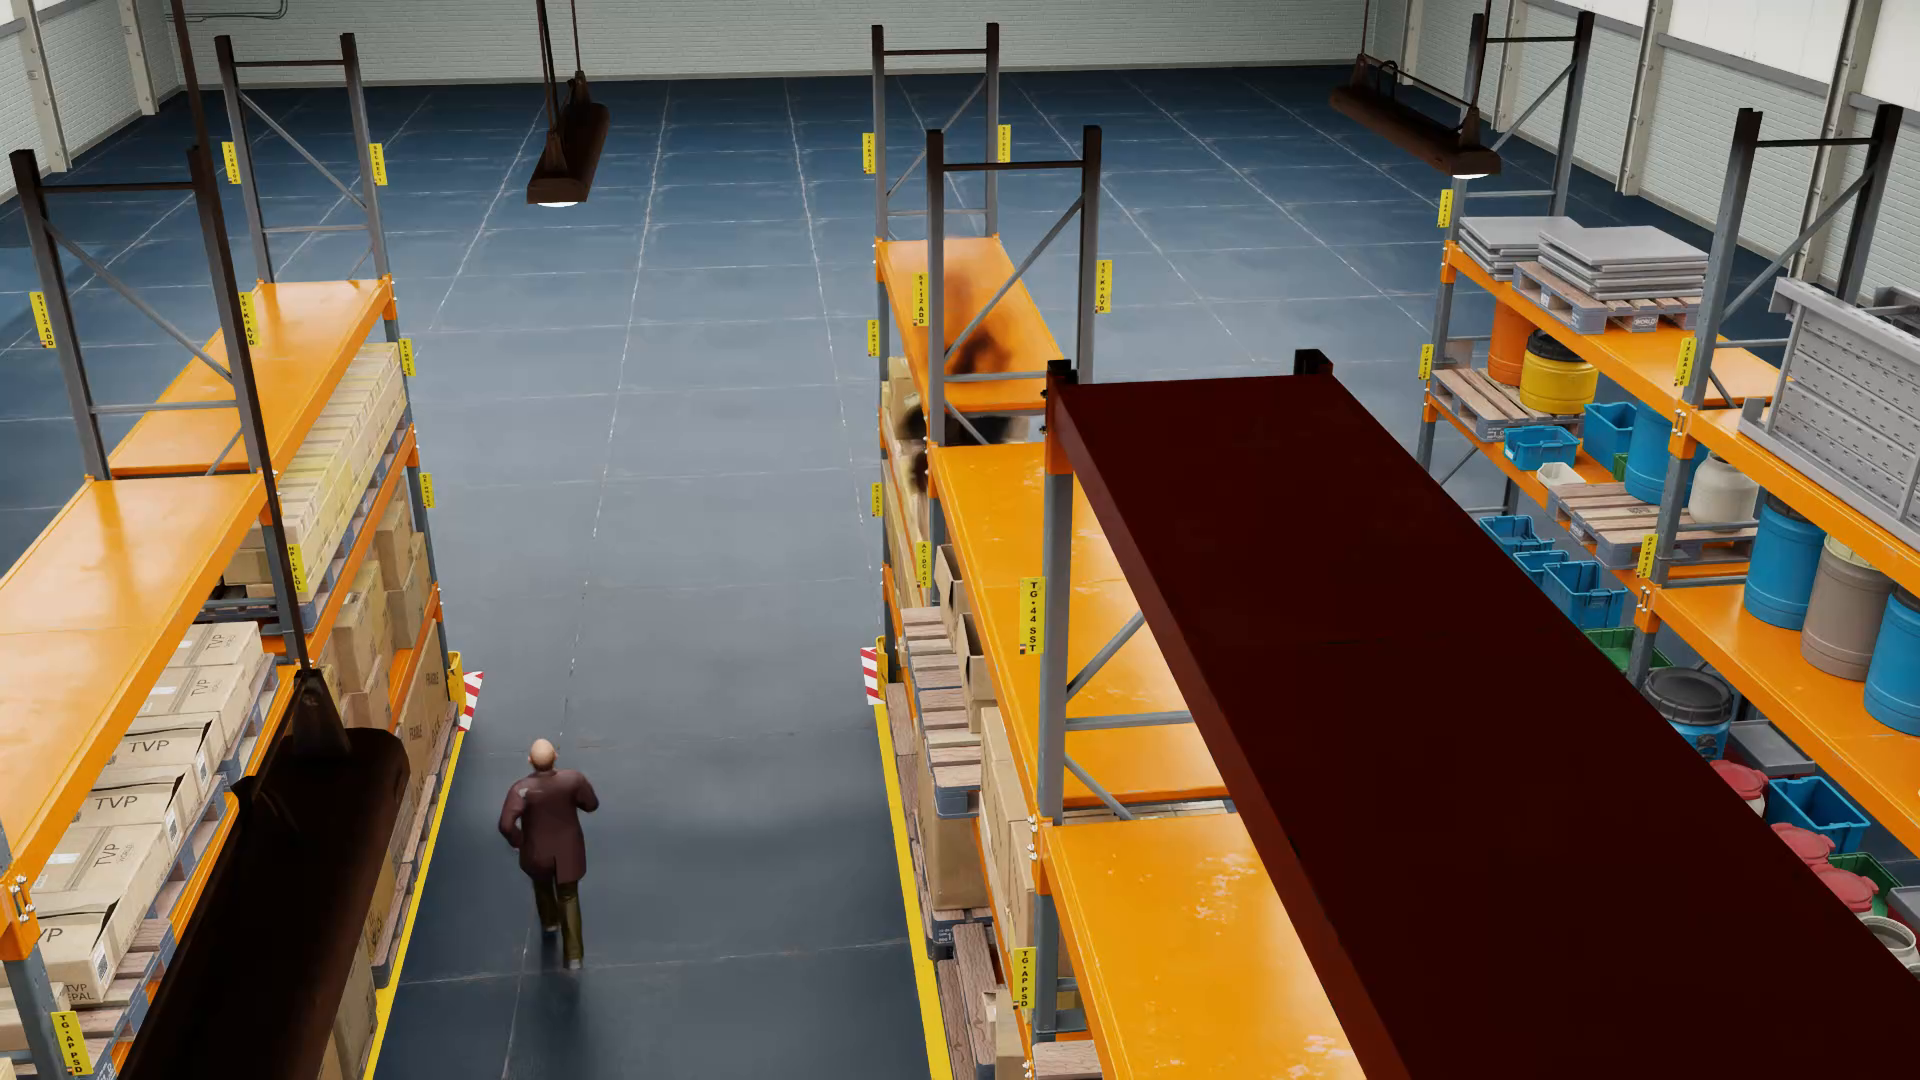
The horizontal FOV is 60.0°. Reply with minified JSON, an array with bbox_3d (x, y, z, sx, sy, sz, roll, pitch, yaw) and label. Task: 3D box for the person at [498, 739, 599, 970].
[{"bbox_3d":[-2.871,2.218,11.775,0.697,1.831,0.966,-7,26,-15],"label":"person"}]
